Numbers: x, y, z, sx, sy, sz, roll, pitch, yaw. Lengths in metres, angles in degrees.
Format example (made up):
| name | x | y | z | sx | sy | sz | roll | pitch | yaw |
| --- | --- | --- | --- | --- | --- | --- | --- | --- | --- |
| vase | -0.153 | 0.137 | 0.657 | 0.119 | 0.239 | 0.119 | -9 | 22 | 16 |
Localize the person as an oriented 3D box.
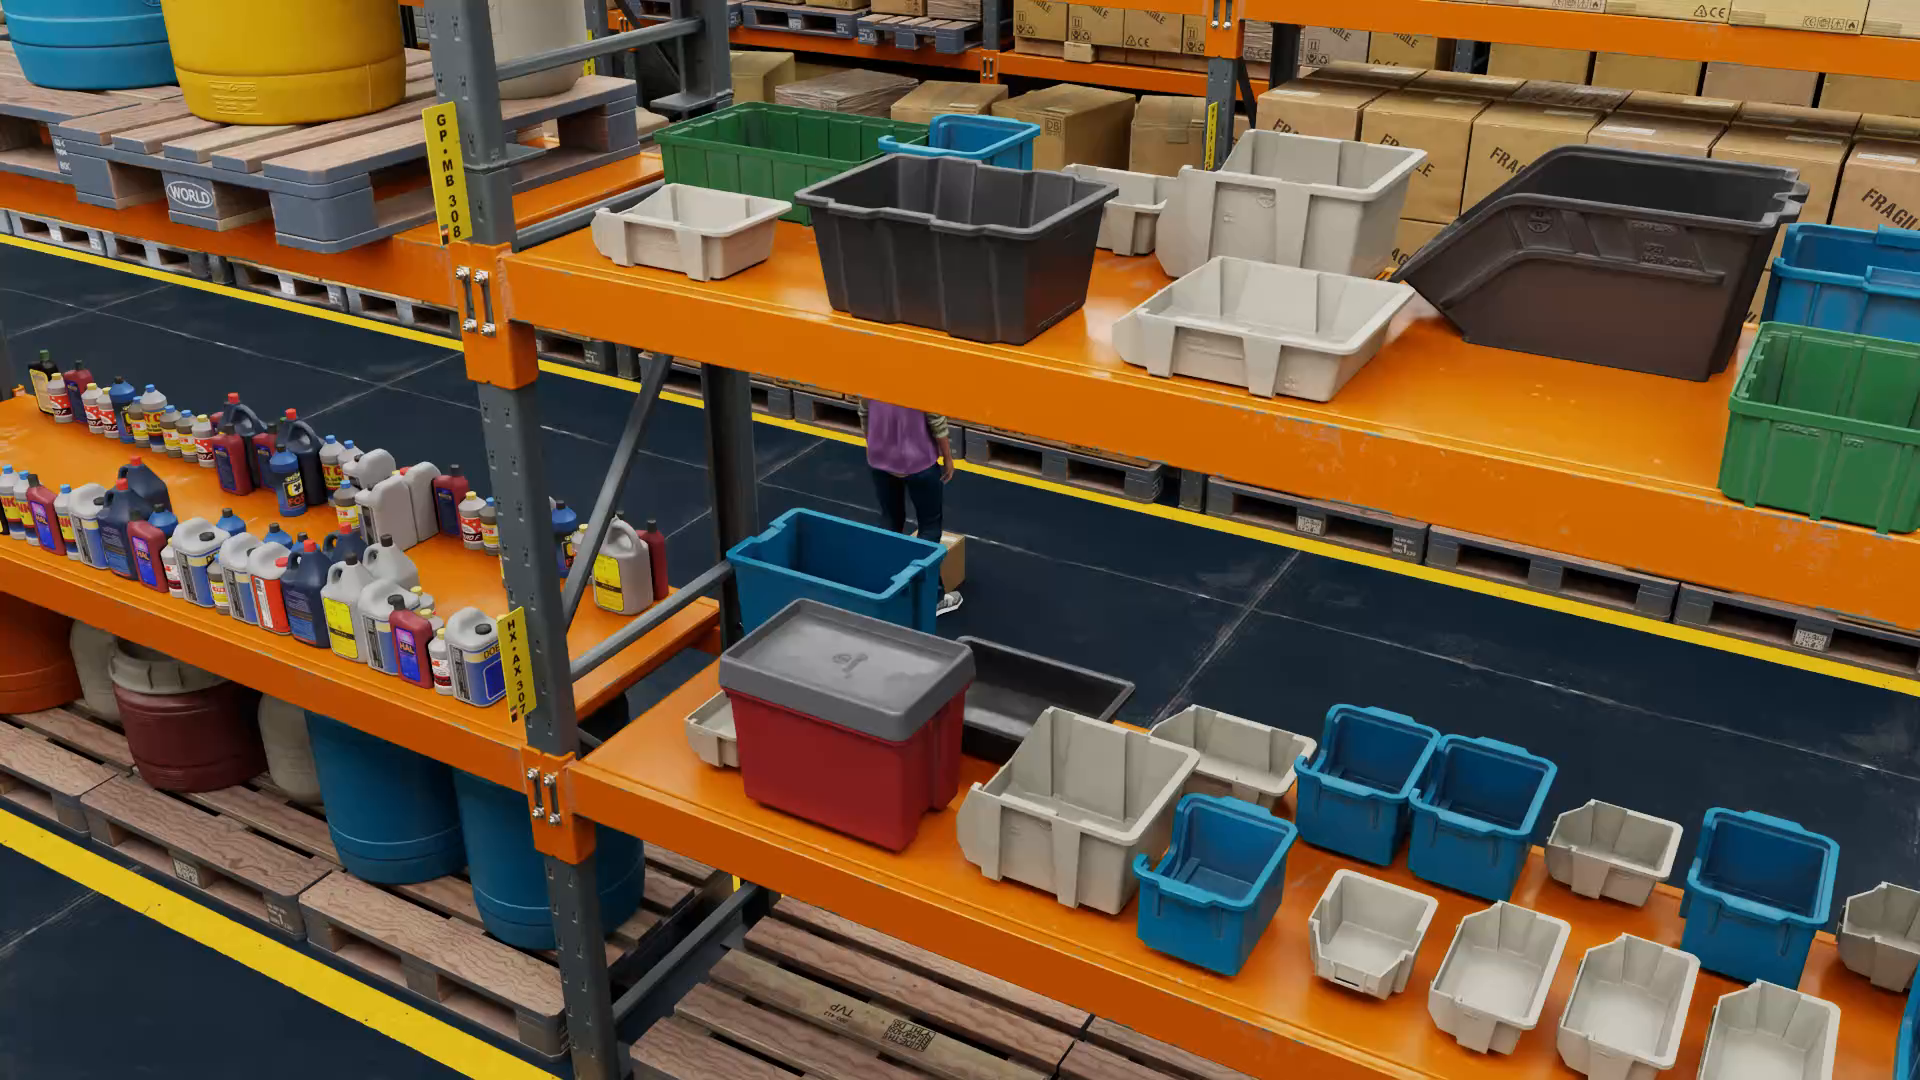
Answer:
| name | x | y | z | sx | sy | sz | roll | pitch | yaw |
| --- | --- | --- | --- | --- | --- | --- | --- | --- | --- |
| person | -0.253 | -0.389 | 7.895 | 0.476 | 1.593 | 0.348 | 14 | 30 | 25 |
